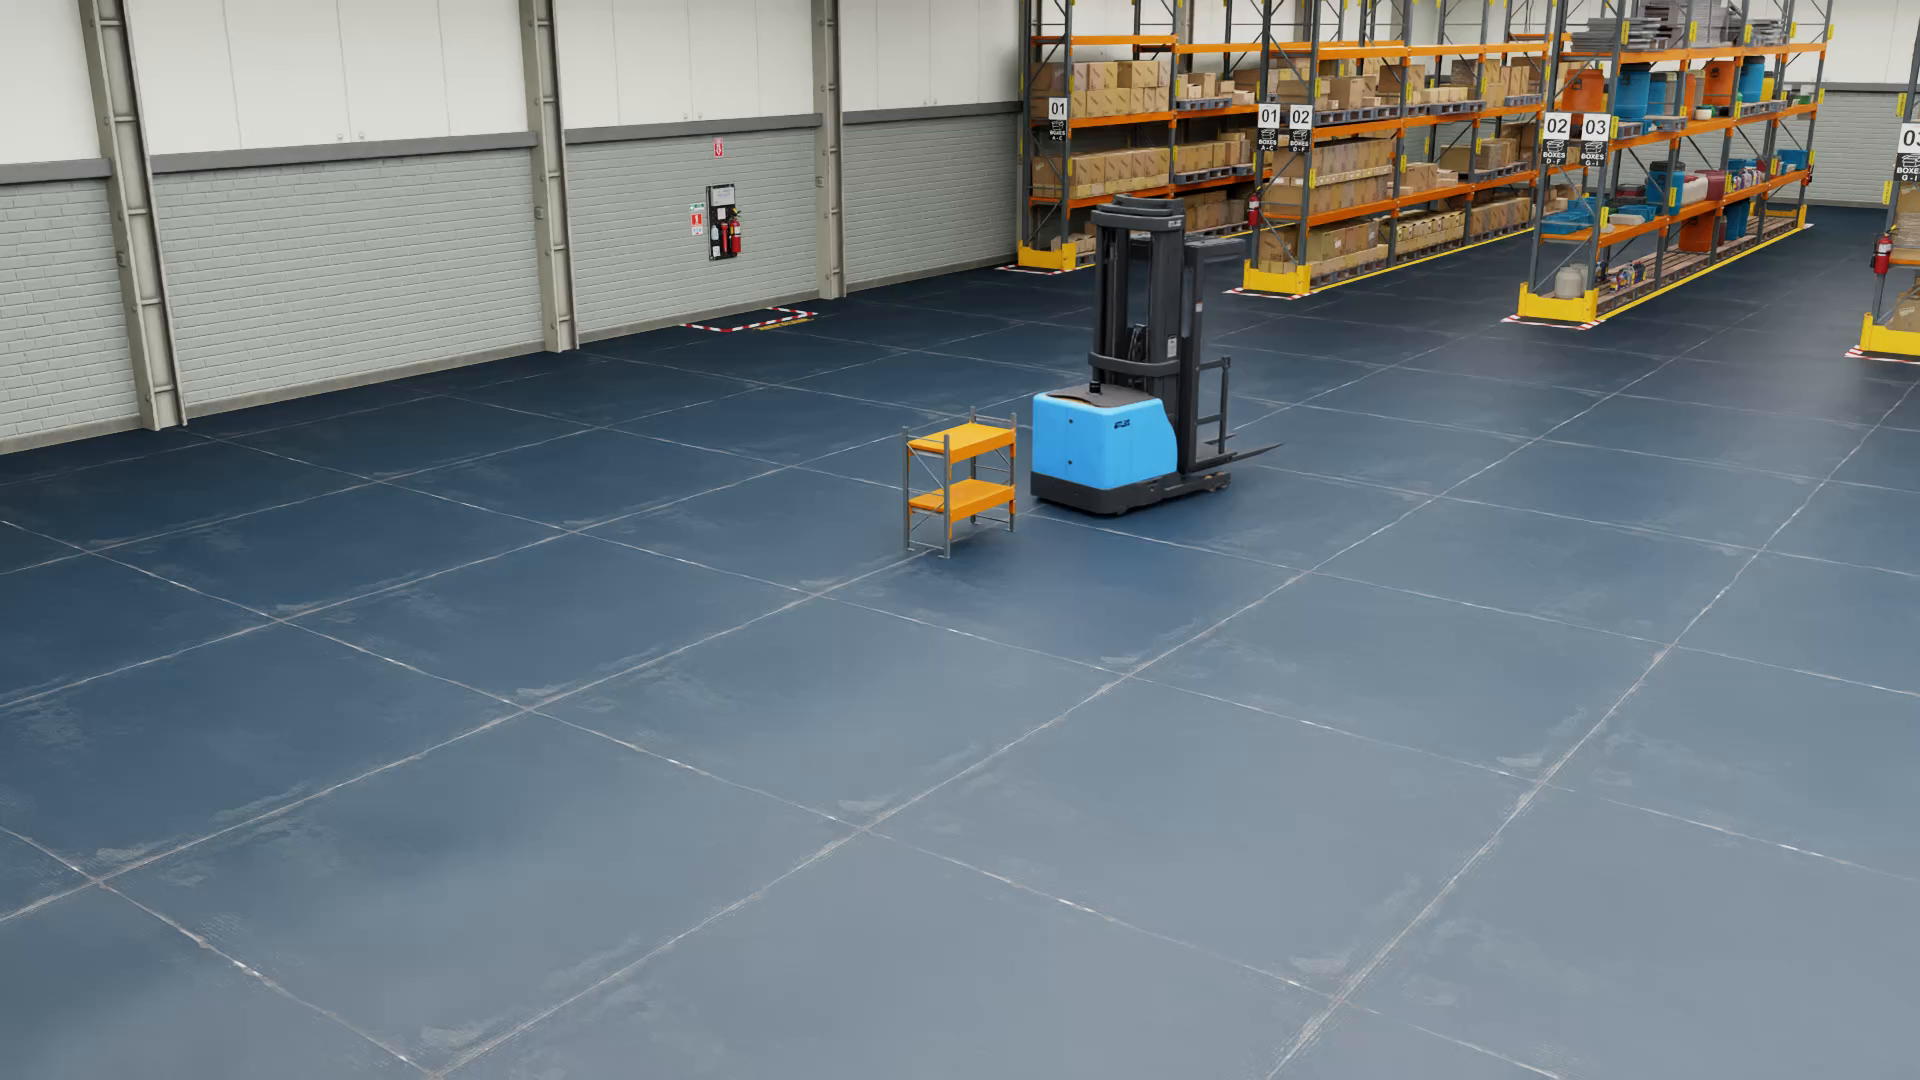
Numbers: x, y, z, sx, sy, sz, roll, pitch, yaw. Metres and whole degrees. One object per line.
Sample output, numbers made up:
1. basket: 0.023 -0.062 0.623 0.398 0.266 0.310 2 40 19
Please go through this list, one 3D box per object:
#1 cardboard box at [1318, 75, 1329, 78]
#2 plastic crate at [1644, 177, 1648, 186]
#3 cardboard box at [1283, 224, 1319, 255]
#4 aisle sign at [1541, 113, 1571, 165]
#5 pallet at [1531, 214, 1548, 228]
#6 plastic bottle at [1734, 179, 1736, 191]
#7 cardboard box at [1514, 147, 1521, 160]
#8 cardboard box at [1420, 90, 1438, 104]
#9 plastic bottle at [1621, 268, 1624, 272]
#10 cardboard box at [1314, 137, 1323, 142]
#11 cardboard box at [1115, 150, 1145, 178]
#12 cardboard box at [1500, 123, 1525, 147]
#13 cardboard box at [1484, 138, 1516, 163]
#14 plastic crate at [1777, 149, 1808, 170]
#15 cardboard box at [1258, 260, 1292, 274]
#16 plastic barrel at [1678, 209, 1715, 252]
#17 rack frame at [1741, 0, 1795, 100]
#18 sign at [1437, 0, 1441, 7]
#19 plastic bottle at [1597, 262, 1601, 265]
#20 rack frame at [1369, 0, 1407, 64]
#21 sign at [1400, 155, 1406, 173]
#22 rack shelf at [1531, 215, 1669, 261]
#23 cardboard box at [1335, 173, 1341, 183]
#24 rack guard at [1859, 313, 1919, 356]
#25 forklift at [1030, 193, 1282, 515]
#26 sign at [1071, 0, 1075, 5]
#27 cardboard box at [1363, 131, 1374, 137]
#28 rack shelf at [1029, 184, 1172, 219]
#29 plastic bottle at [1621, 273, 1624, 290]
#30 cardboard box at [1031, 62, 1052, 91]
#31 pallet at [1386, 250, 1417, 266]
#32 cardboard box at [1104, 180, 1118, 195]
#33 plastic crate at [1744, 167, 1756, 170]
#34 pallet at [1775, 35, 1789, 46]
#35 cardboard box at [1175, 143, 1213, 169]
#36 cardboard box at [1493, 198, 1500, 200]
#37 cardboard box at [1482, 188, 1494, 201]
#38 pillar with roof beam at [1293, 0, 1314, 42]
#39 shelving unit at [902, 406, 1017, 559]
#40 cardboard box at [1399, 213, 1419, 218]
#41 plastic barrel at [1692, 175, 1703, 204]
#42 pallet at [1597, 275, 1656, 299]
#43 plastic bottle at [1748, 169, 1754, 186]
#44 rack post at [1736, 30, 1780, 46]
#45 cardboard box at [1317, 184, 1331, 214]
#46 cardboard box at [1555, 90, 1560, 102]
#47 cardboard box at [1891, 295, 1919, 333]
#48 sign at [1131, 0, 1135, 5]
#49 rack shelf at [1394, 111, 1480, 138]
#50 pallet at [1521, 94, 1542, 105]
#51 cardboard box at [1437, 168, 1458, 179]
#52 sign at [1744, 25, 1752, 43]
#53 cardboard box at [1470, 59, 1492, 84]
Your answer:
1. cardboard box: 9.010 -11.415 41.268 0.500 0.250 0.500 13 21 35
2. plastic crate: 13.155 -6.597 31.329 0.402 0.464 0.583 12 21 35
3. cardboard box: 6.286 -5.535 30.680 0.500 0.500 0.500 12 21 35
4. aisle sign: 9.316 -6.269 25.997 0.394 0.787 0.004 12 21 35
5. pallet: 13.181 -7.558 39.233 1.003 0.211 1.213 12 21 35
6. plastic bottle: 15.465 -7.102 33.279 0.097 0.271 0.097 0 17 0
7. cardboard box: 12.863 -8.939 38.808 0.500 0.500 0.500 13 21 36
8. cardboard box: 9.193 -8.827 33.104 0.500 0.250 0.500 10 20 30
9. plastic bottle: 11.424 -4.543 28.660 0.061 0.283 0.133 12 21 35
10. cardboard box: 8.422 -9.523 40.153 0.500 0.500 0.500 13 21 35
11. cardboard box: 3.389 -7.587 33.577 0.500 0.500 0.500 12 21 33
12. cardboard box: 12.865 -9.418 38.665 0.500 0.500 0.500 13 21 35
13. cardboard box: 12.309 -8.902 37.980 0.700 0.500 0.500 5 18 16
14. plastic crate: 19.081 -8.736 38.163 0.616 0.435 0.499 12 21 35
15. cardboard box: 5.703 -4.936 30.015 0.500 0.250 0.500 12 21 35
16. plastic barrel: 14.642 -6.181 33.049 0.600 0.830 0.708 12 21 35
17. rack frame: 16.747 -10.715 34.582 1.000 3.000 0.127 12 21 35
18. sign: 9.946 -11.216 34.487 0.100 0.325 0.005 12 21 35
19. plastic bottle: 11.268 -4.774 29.416 0.152 0.276 0.135 13 22 37
20. rack frame: 11.174 -13.419 43.288 1.000 3.000 0.127 12 21 35
21. sign: 8.451 -7.175 31.703 0.100 0.325 0.005 12 21 35
22. rack shelf: 10.789 -5.125 27.909 1.077 0.370 4.000 12 21 35
23. cardboard box: 6.642 -6.528 29.950 0.380 0.149 0.250 12 21 33
24. rack guard: 13.620 -2.941 23.879 1.175 0.500 0.348 12 21 35
25. forklift: 2.121 -1.985 16.701 3.031 2.935 1.130 -15 23 -41
26. sign: 2.076 -9.996 30.557 0.100 0.325 0.005 12 21 35
27. cardboard box: 9.992 -10.219 42.592 0.980 0.700 0.700 11 20 32
28. rack shelf: 2.832 -6.876 33.546 1.077 0.370 4.000 12 21 35
29. plastic bottle: 11.191 -4.382 28.161 0.097 0.271 0.097 0 17 0
30. cardboard box: 1.688 -8.859 31.774 0.500 0.500 0.500 14 22 37
31. pallet: 8.412 -5.672 33.158 1.003 0.211 1.213 12 21 35
32. cardboard box: 2.793 -6.987 32.912 0.500 0.250 0.500 12 21 34
33. plastic crate: 17.543 -8.221 37.009 0.293 0.136 0.466 12 21 35
34. pallet: 16.279 -10.232 34.017 1.003 0.211 1.213 12 21 35
35. cardboard box: 5.061 -8.363 36.212 0.700 0.500 0.500 16 24 42
36. cardboard box: 11.978 -7.542 37.951 0.500 0.500 0.500 13 21 35
37. cardboard box: 11.691 -7.791 37.488 0.500 0.250 0.500 12 21 35
38. pillar with roof beam: 11.970 -12.025 38.799 9.100 9.000 0.400 12 21 35
39. shelving unit: 0.004 -0.539 15.088 0.538 1.125 1.048 12 21 35
40. cardboard box: 9.228 -6.609 34.456 0.500 0.311 0.500 12 21 33
41. plastic barrel: 13.671 -6.568 31.154 0.421 0.512 0.421 0 17 0
42. pallet: 11.547 -4.461 29.258 1.003 0.211 1.213 12 21 35
43. plastic bottle: 16.352 -7.506 34.446 0.144 0.351 0.185 12 21 35
44. rack post: 15.643 -9.972 33.032 0.937 0.300 0.954 15 23 40
45. cardboard box: 6.219 -6.151 29.831 0.700 0.500 0.500 13 22 36
46. cardboard box: 13.561 -10.278 38.484 0.500 0.250 0.500 12 21 35
47. cardboard box: 13.960 -3.270 24.228 0.500 0.500 0.500 -15 23 -40
48. sign: 3.575 -11.179 34.233 0.100 0.325 0.005 12 21 35
49. rack shelf: 9.196 -8.386 33.353 1.077 0.370 4.000 12 21 35
50. pallet: 12.326 -9.926 37.416 1.213 0.211 1.003 12 21 35
51. cardboard box: 10.136 -7.652 34.985 0.500 0.311 0.500 14 22 38
52. sign: 14.810 -9.513 31.255 0.100 0.325 0.005 12 21 35
53. cardboard box: 10.957 -9.956 35.340 0.500 0.500 0.500 12 21 35
